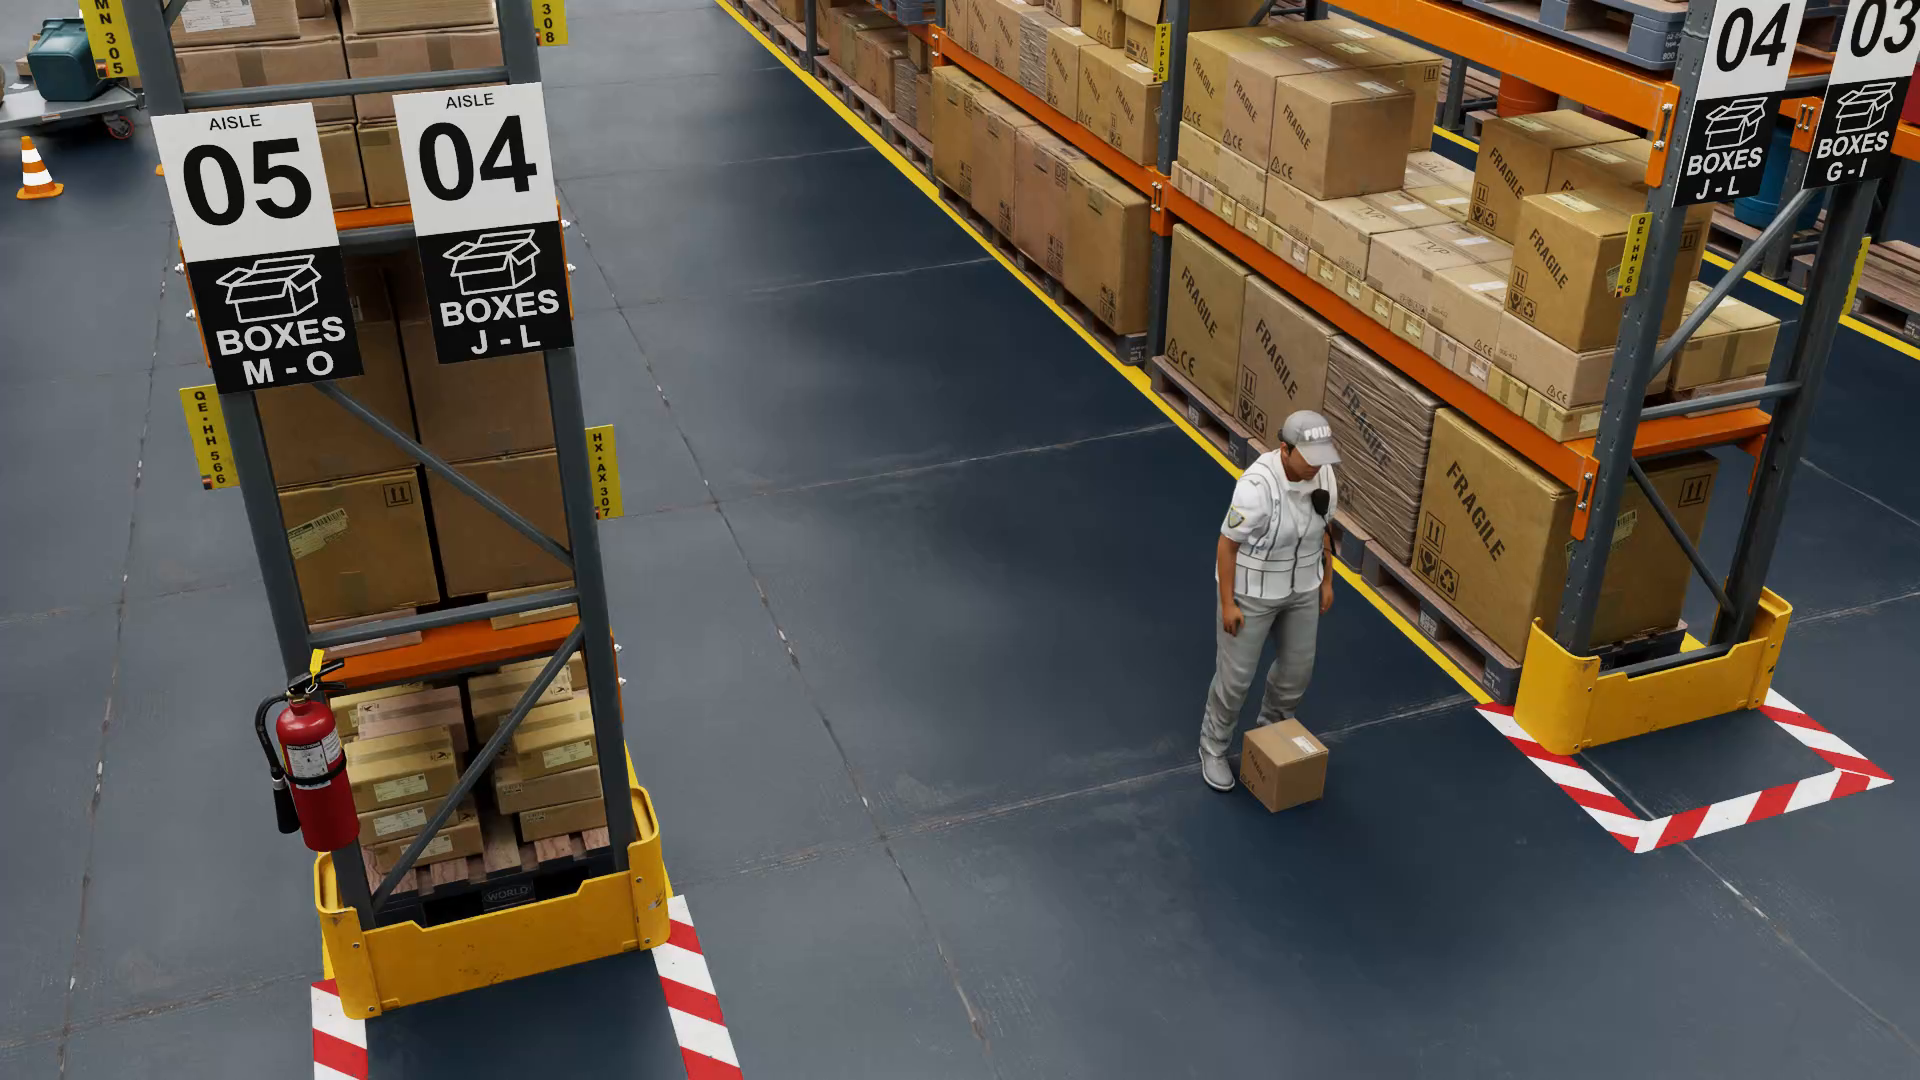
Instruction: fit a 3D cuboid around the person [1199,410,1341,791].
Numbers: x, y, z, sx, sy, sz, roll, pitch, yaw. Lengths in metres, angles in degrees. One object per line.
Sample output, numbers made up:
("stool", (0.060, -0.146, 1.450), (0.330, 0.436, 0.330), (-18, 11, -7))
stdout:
("person", (1.269, 0.221, 6.739), (0.560, 1.667, 0.465), (-12, 32, -19))
